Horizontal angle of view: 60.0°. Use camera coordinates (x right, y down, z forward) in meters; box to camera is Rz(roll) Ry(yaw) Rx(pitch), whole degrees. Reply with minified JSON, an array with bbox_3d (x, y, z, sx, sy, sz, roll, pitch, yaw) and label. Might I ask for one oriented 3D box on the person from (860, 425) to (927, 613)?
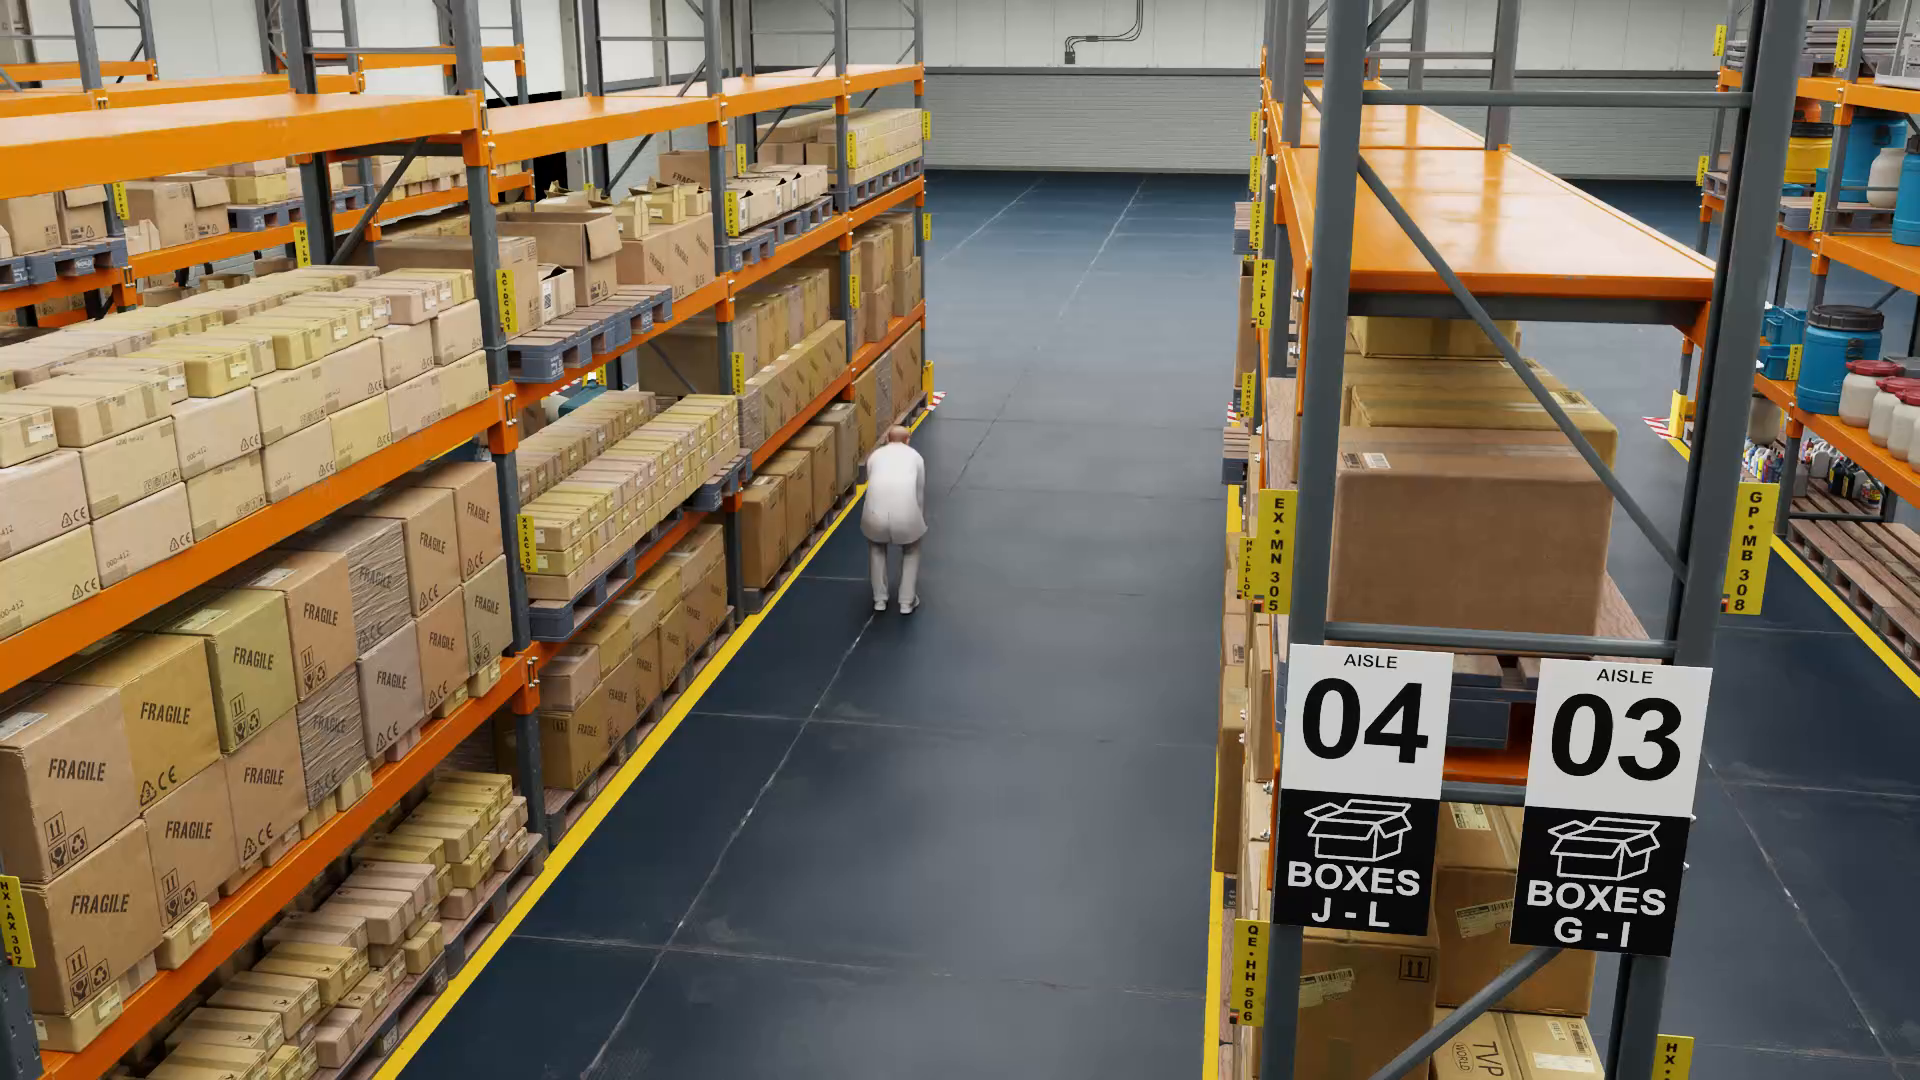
[{"bbox_3d":[-0.524,-0.173,13.717,0.552,1.421,0.858,2,18,6],"label":"person"}]
